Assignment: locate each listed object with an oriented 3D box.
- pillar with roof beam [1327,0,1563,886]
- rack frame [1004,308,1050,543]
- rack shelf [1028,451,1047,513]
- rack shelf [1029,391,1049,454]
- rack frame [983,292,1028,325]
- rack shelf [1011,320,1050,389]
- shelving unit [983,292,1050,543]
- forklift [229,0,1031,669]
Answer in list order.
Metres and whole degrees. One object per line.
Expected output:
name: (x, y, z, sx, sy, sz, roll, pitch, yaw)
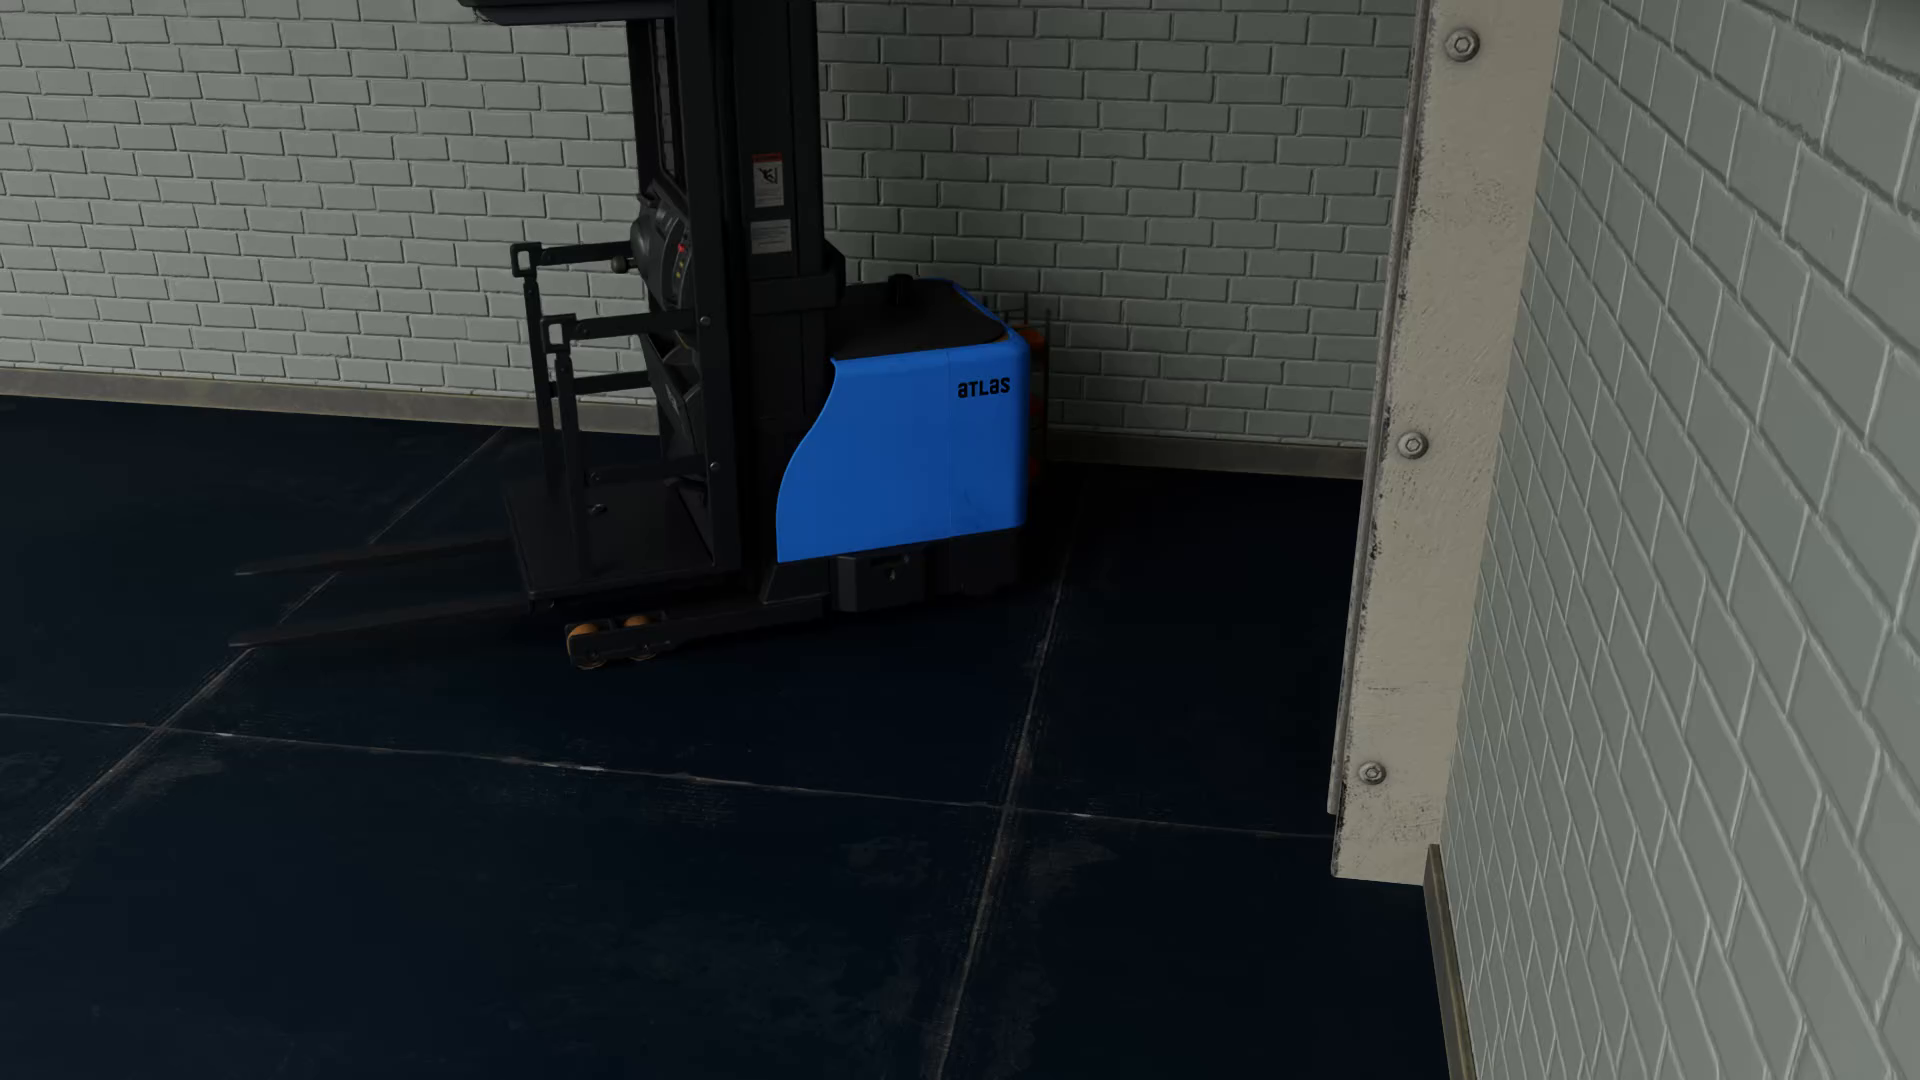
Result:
pillar with roof beam: (-2.931, -3.422, 3.946, 9.100, 9.000, 0.400, 4, 25, 9)
rack frame: (0.274, -0.457, 6.987, 0.200, 1.050, 0.008, -9, 26, -18)
rack shelf: (0.233, -0.244, 7.213, 0.215, 0.259, 0.240, -9, 26, -18)
rack shelf: (0.233, -0.496, 7.096, 0.215, 0.259, 0.240, -9, 26, -18)
rack frame: (0.192, -0.554, 7.195, 0.200, 1.050, 0.008, -9, 26, -18)
rack shelf: (0.233, -0.753, 6.975, 0.215, 0.259, 0.240, -9, 26, -18)
shelving unit: (0.233, -0.505, 7.091, 0.215, 1.050, 0.252, -9, 26, -18)
forklift: (-1.288, -1.097, 6.137, 3.031, 2.935, 1.130, -9, 26, -18)
